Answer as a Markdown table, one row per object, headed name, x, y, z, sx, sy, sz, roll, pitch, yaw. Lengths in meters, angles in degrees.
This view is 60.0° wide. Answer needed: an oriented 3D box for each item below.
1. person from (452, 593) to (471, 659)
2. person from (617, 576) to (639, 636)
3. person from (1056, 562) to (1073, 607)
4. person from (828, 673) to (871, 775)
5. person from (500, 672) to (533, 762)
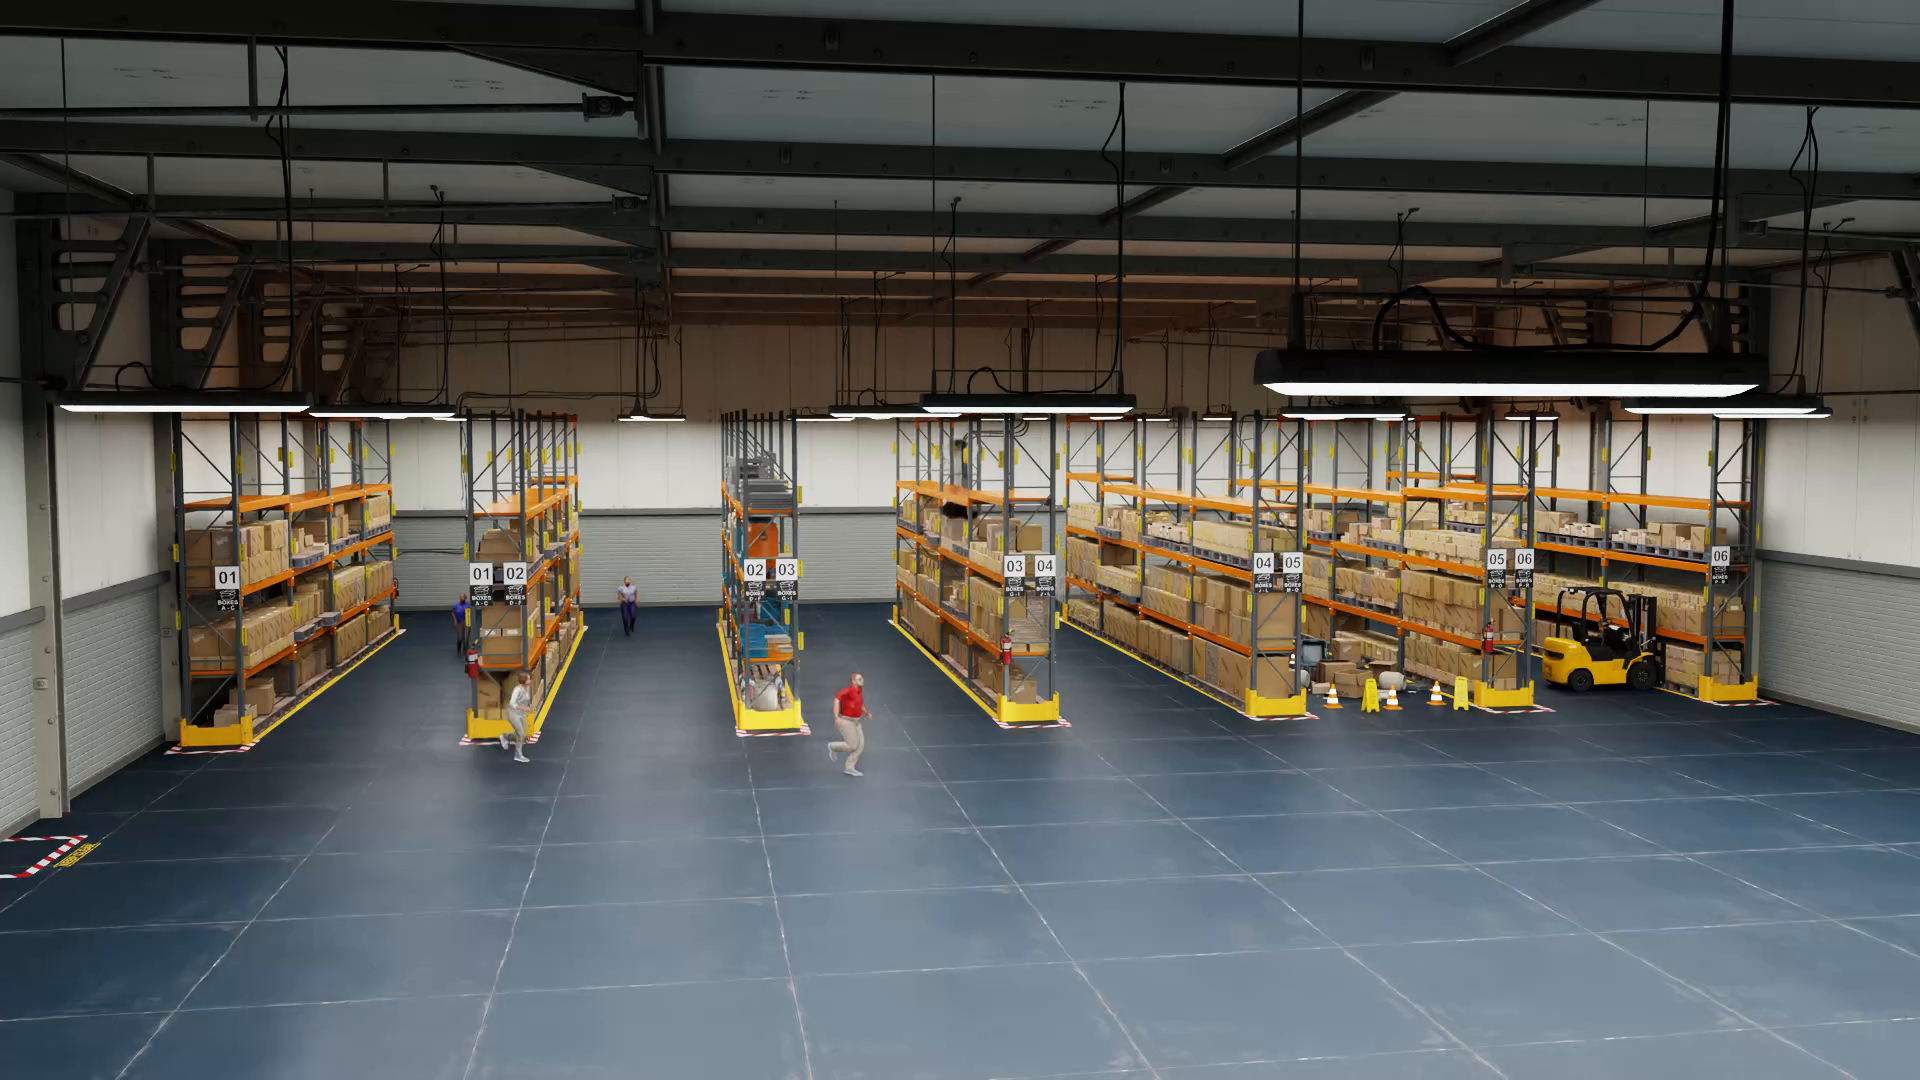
| name | x | y | z | sx | sy | sz | roll | pitch | yaw |
| --- | --- | --- | --- | --- | --- | --- | --- | --- | --- |
| person | -12.043 | 2.097 | 40.352 | 0.561 | 1.621 | 0.567 | -1 | 4 | -13 |
| person | -8.957 | 1.796 | 44.949 | 0.600 | 1.596 | 0.539 | -1 | 4 | -18 |
| person | 3.166 | 1.448 | 49.795 | 0.622 | 1.624 | 0.689 | 0 | 4 | -3 |
| person | -1.806 | 3.011 | 27.193 | 0.711 | 1.683 | 0.700 | 2 | 4 | 26 |
| person | -7.522 | 3.000 | 28.193 | 0.681 | 1.543 | 0.521 | 1 | 4 | 19 |
